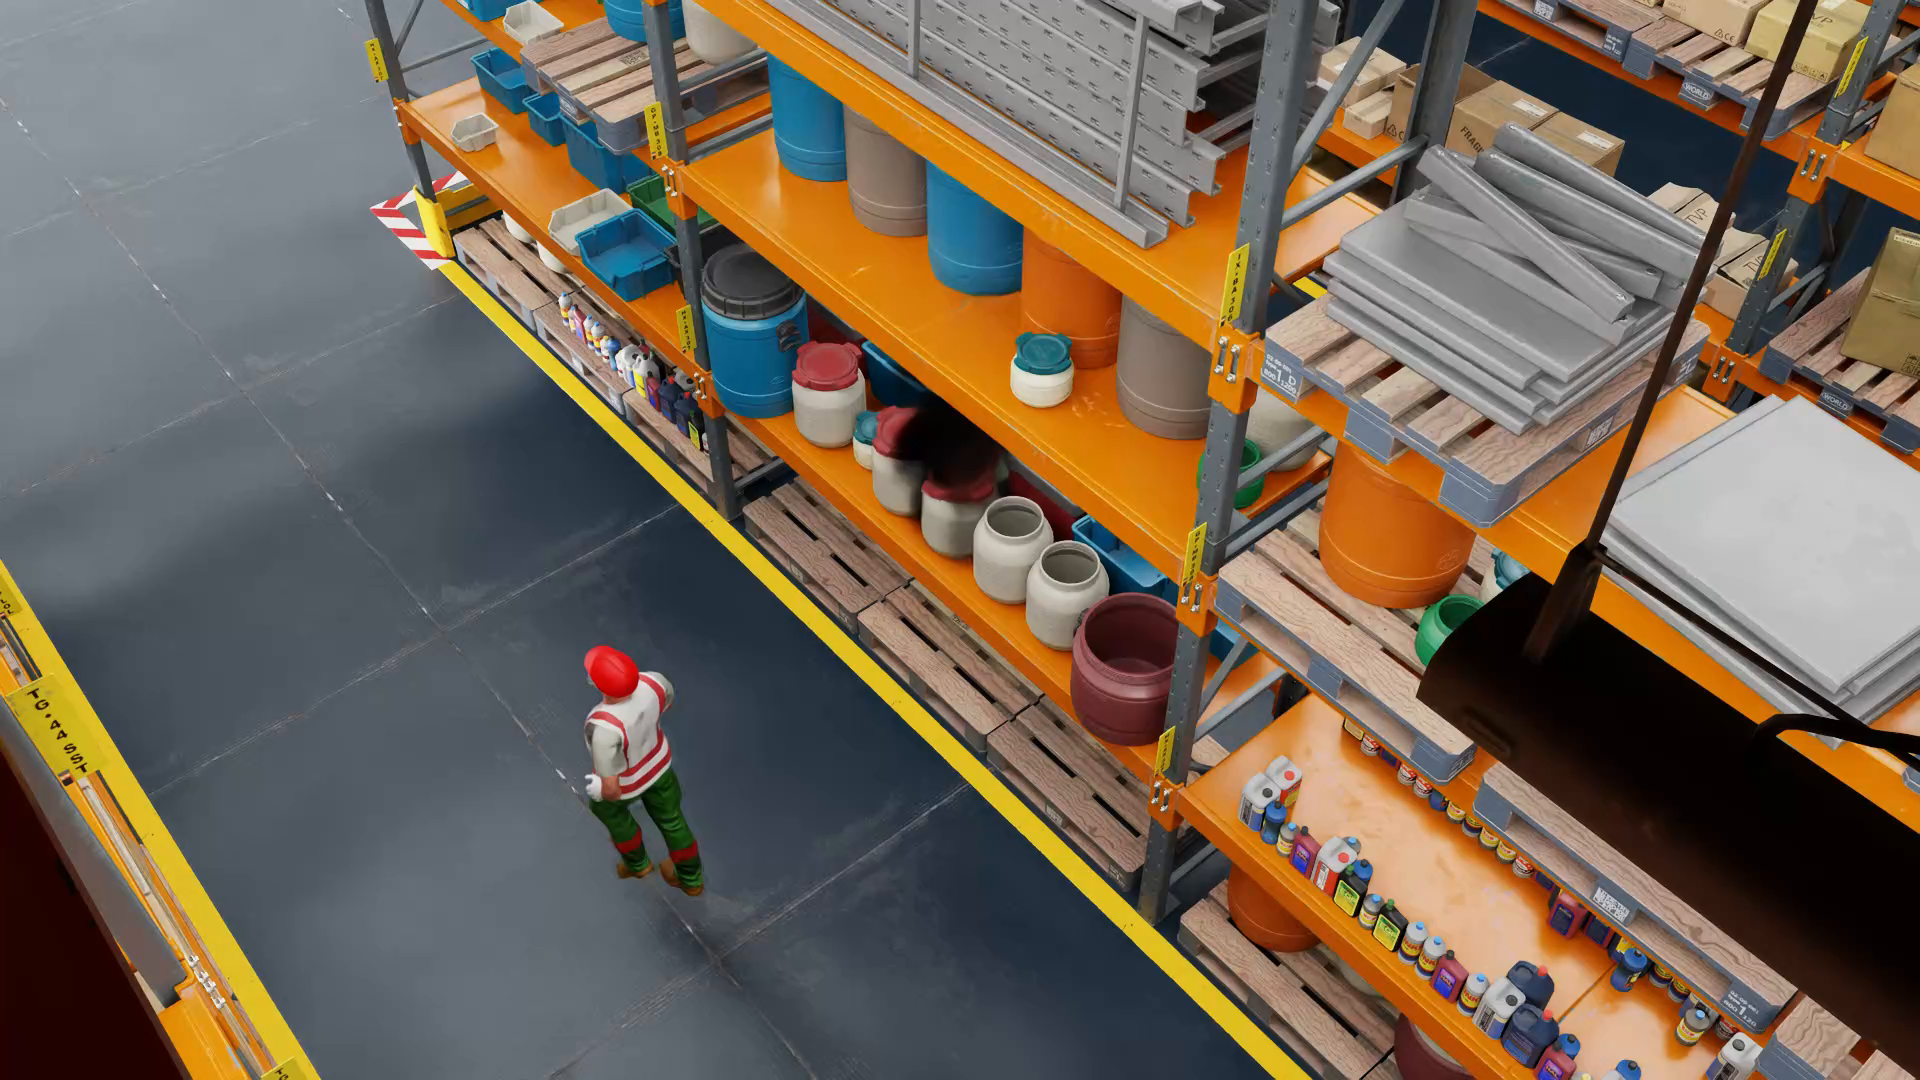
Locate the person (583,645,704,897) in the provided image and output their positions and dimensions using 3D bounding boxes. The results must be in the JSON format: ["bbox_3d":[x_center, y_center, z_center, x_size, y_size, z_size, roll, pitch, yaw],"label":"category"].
[{"bbox_3d":[-1.644,1.150,8.264,0.694,1.850,0.634,32,54,27],"label":"person"}]
